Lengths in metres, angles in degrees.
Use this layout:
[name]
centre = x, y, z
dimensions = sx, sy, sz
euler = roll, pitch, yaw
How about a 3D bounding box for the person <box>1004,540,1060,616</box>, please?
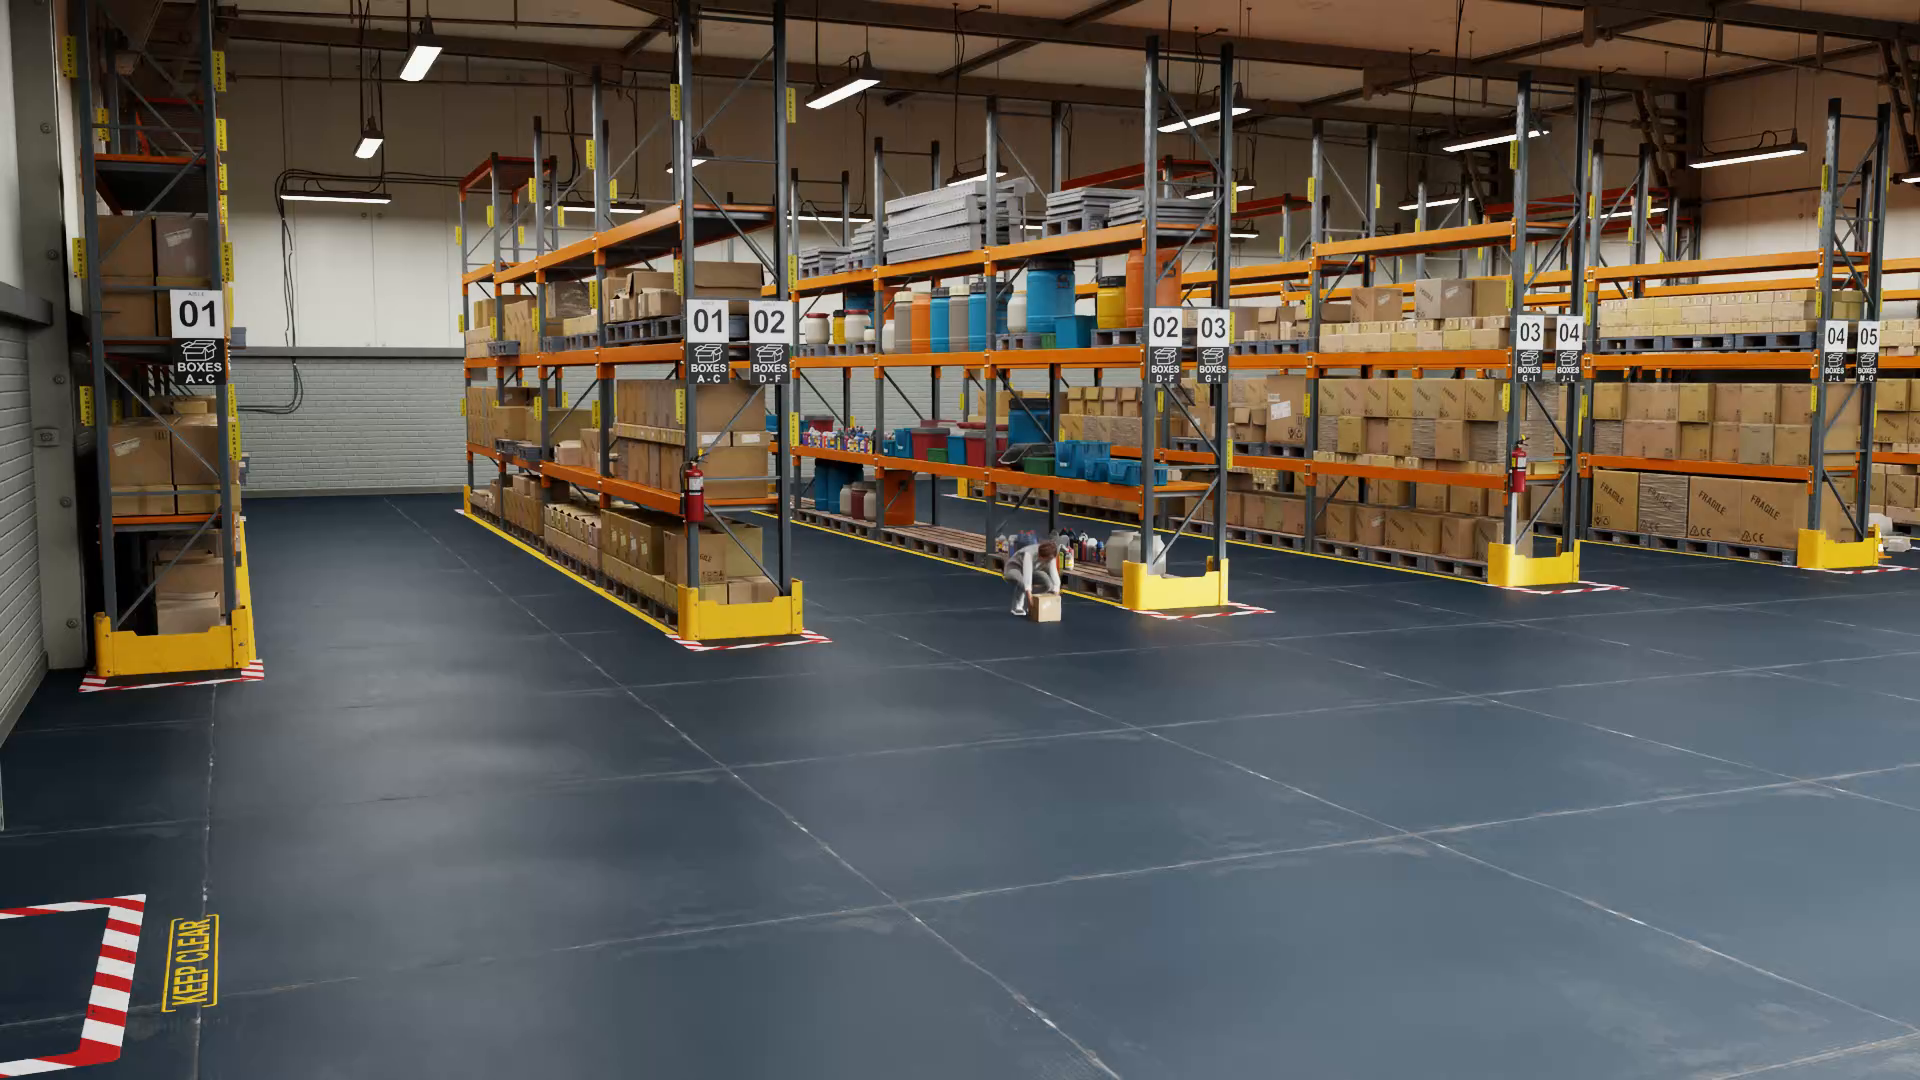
[person]
centre = 0.751, 0.383, 17.326
dimensions = 0.434, 0.816, 0.800
euler = -2, 6, -24
